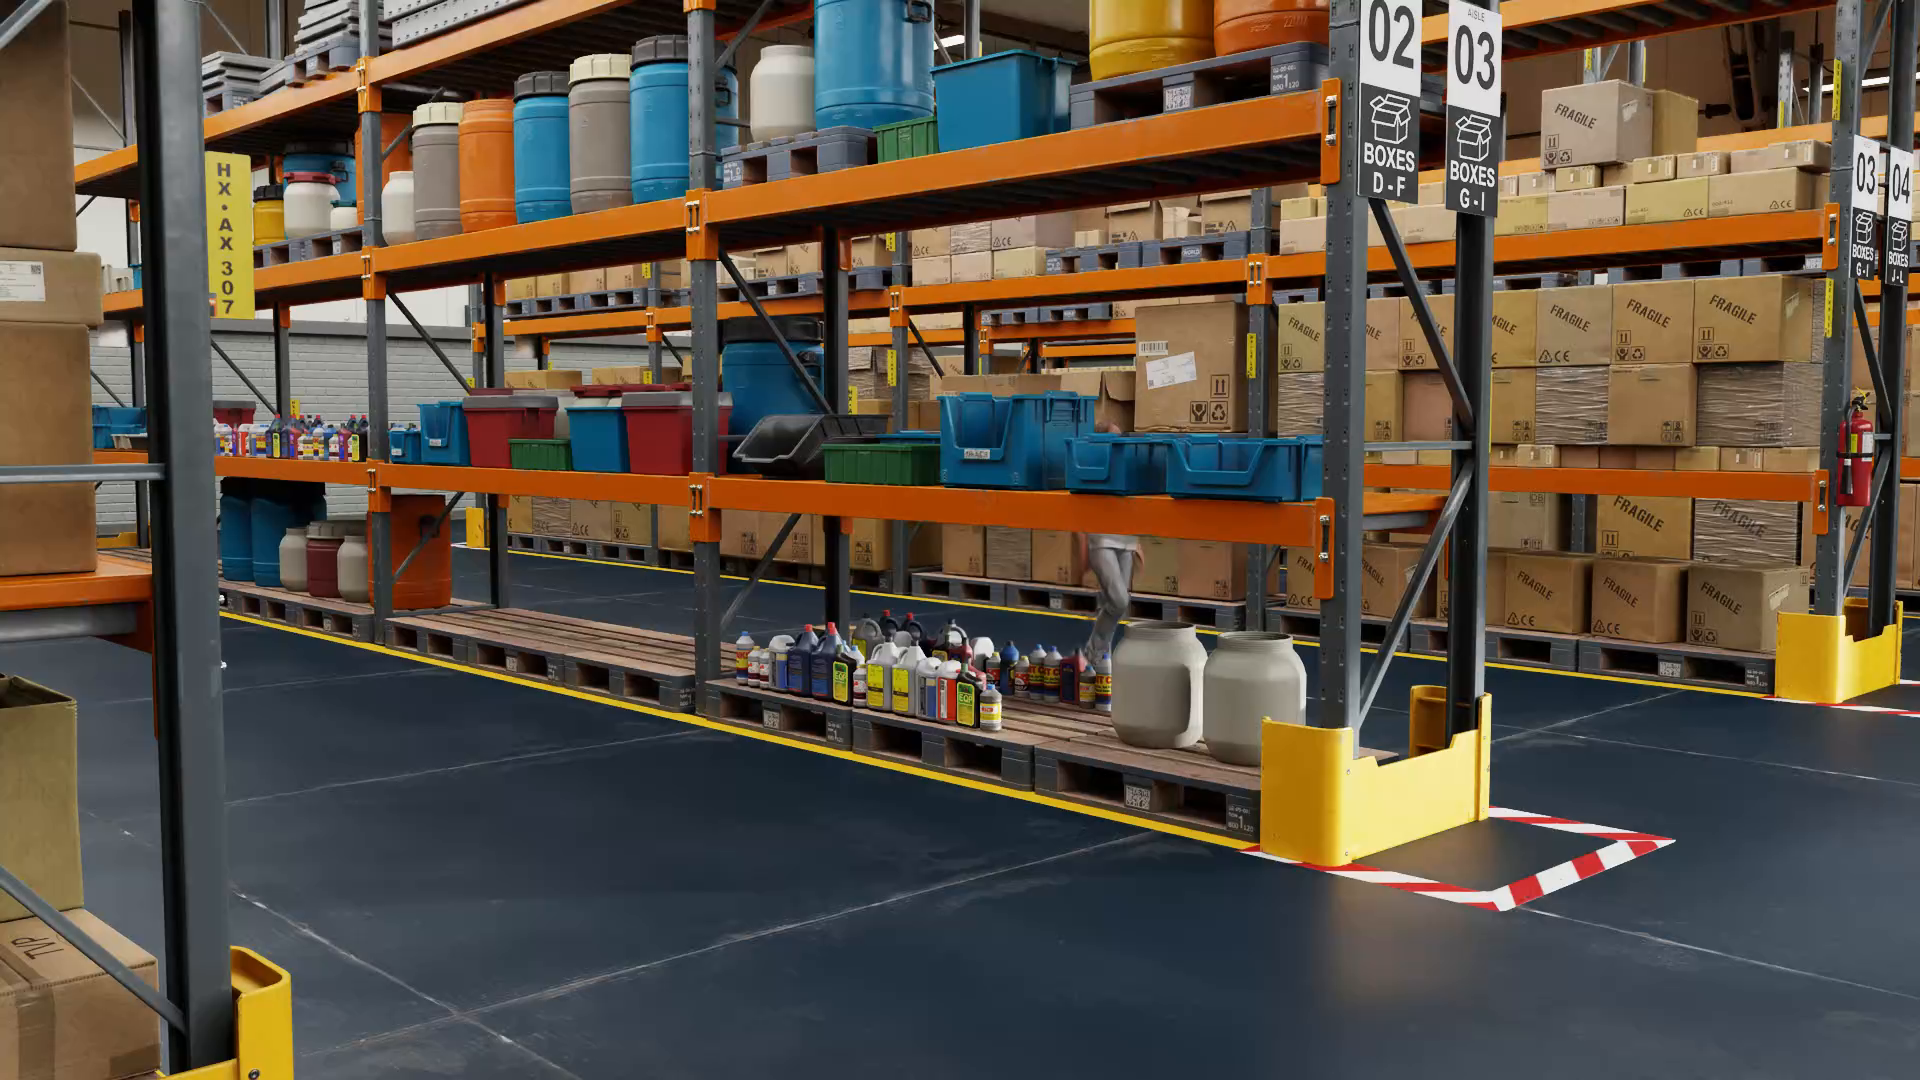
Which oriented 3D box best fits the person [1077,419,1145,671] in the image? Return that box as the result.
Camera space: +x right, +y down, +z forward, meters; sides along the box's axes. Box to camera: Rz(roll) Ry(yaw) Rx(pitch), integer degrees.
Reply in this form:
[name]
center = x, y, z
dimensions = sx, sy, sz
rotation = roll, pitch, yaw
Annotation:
[person]
center = 0.915, 0.093, 9.909
dimensions = 0.409, 1.599, 0.418
rotation = -4, 6, -44
